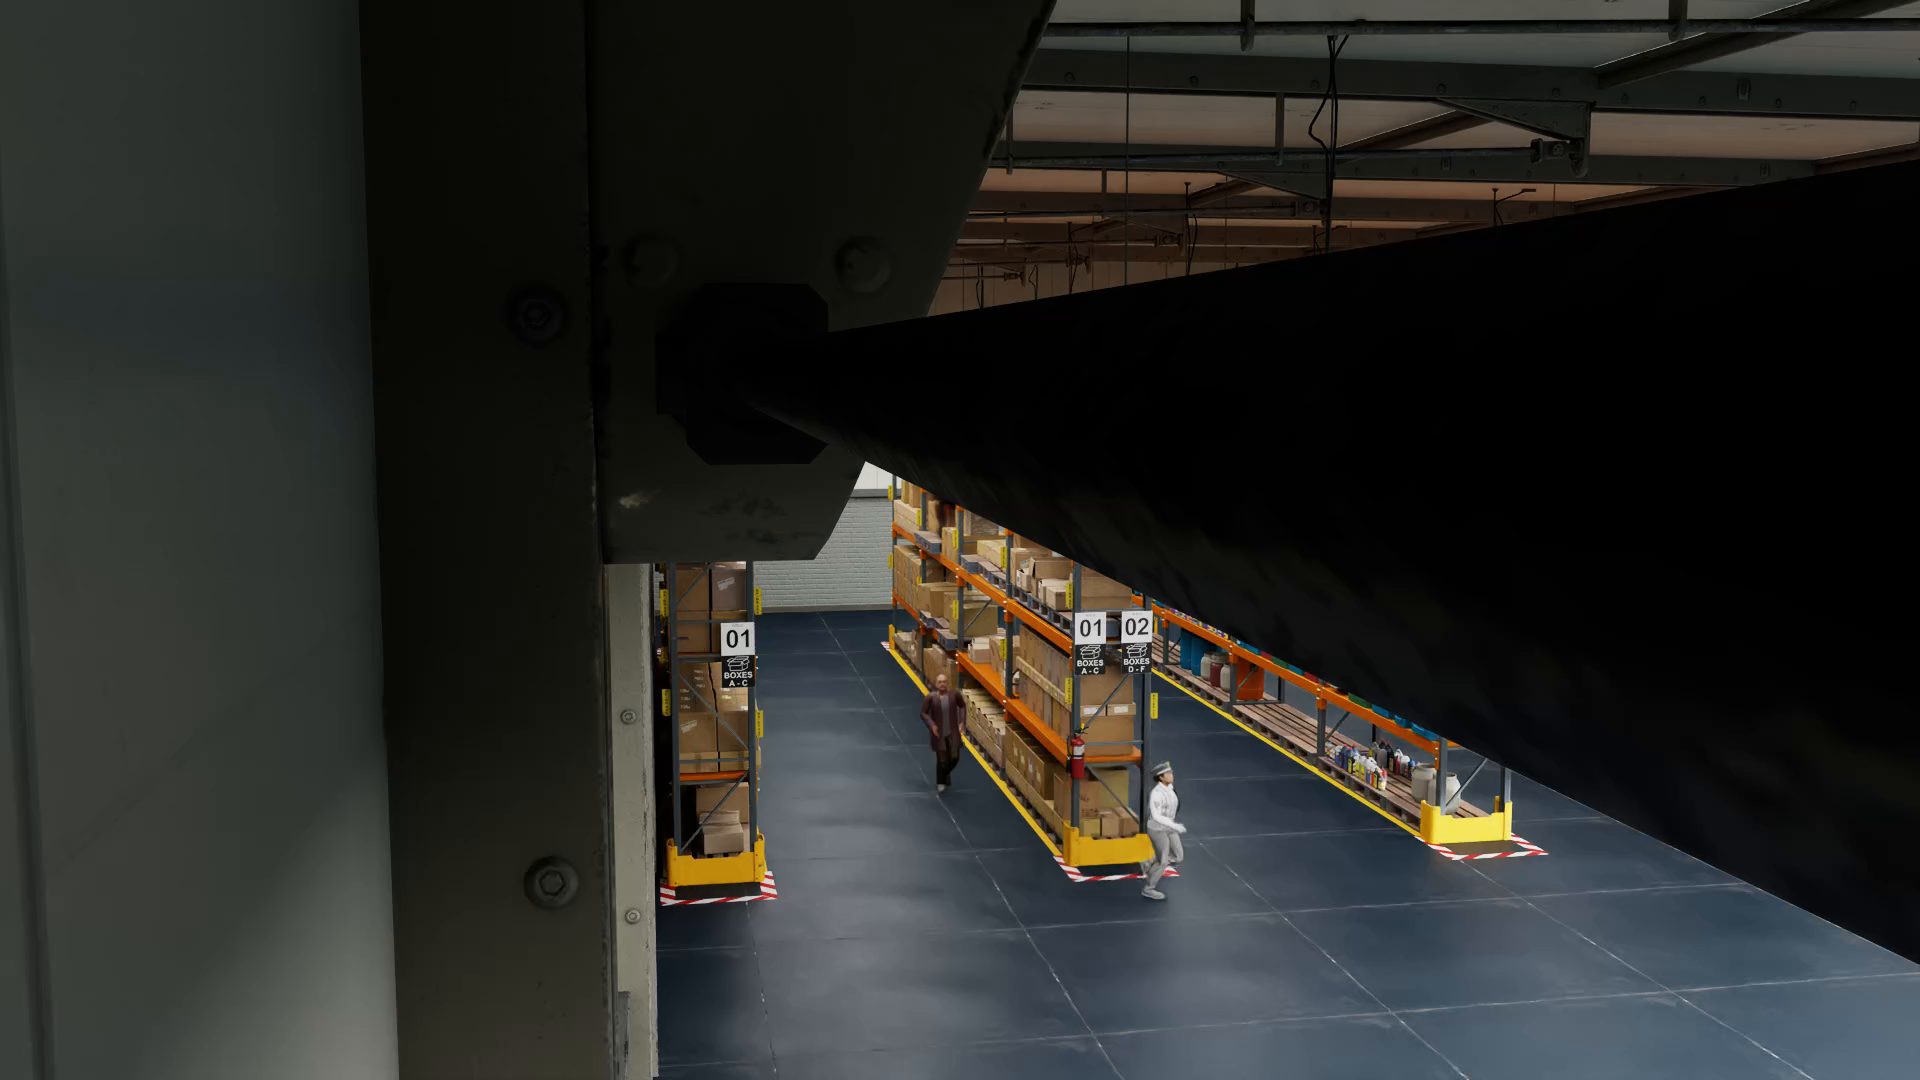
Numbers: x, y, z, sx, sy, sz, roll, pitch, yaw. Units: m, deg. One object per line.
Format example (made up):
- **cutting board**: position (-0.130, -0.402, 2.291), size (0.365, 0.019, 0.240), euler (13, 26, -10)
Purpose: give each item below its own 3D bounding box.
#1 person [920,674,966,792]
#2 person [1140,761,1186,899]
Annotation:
- **person**: position (-0.228, 2.837, 24.390), size (0.707, 1.739, 0.566), euler (-1, 6, -10)
- **person**: position (2.409, 3.401, 19.577), size (0.611, 1.655, 0.644), euler (3, 7, 28)
